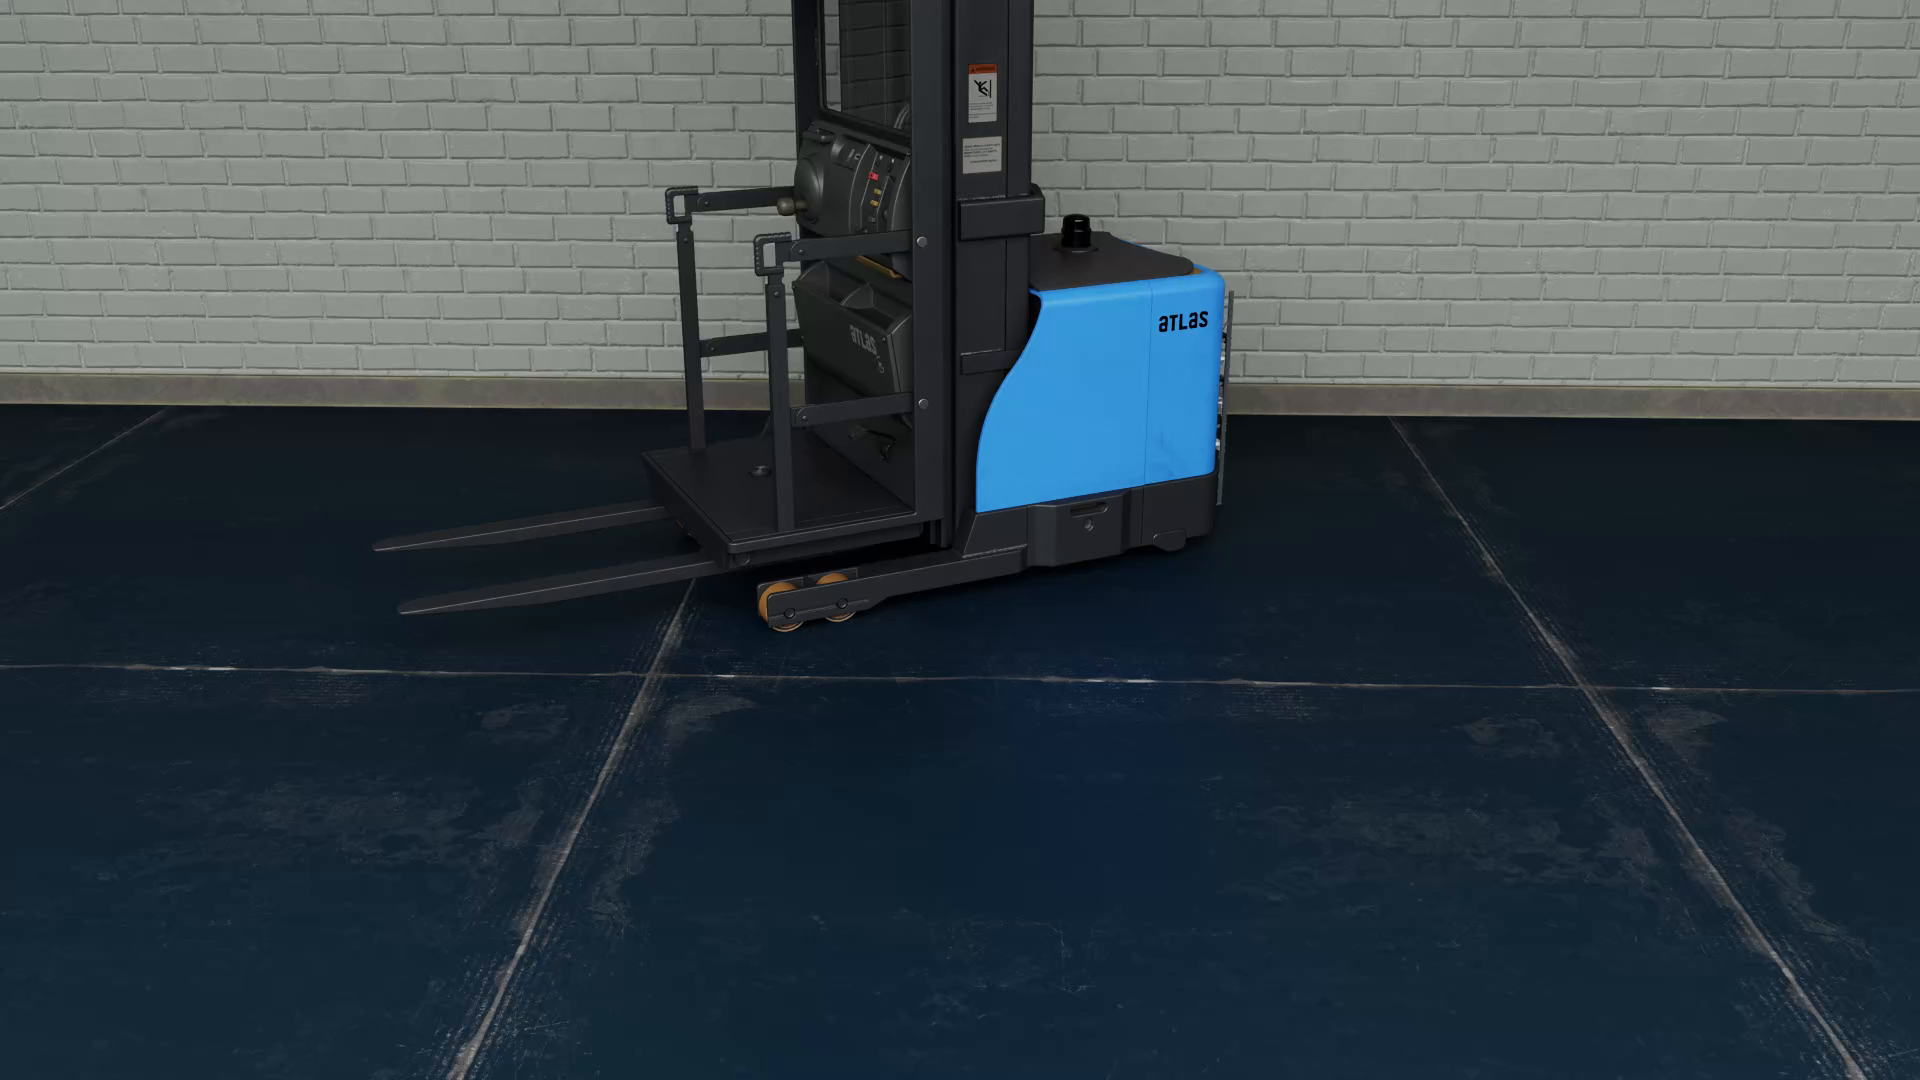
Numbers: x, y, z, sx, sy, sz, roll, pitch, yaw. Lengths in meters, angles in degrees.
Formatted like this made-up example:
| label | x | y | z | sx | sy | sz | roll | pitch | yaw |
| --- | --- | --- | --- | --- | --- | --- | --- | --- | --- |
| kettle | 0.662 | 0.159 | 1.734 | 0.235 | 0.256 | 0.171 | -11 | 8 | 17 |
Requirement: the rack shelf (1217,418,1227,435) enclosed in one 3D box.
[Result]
| label | x | y | z | sx | sy | sz | roll | pitch | yaw |
| --- | --- | --- | --- | --- | --- | --- | --- | --- | --- |
| rack shelf | 0.932 | -0.467 | 6.829 | 0.258 | 0.077 | 0.200 | -10 | 23 | -24 |

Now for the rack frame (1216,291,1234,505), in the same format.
| label | x | y | z | sx | sy | sz | roll | pitch | yaw |
| --- | --- | --- | --- | --- | --- | --- | --- | --- | --- |
| rack frame | 0.976 | -0.549 | 6.699 | 0.240 | 0.900 | 0.006 | -10 | 23 | -24 |

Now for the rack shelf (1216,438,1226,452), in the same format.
| label | x | y | z | sx | sy | sz | roll | pitch | yaw |
| --- | --- | --- | --- | --- | --- | --- | --- | --- | --- |
| rack shelf | 0.932 | -0.383 | 6.862 | 0.258 | 0.077 | 0.200 | -10 | 23 | -24 |

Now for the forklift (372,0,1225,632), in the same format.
| label | x | y | z | sx | sy | sz | roll | pitch | yaw |
| --- | --- | --- | --- | --- | --- | --- | --- | --- | --- |
| forklift | -0.567 | -1.269 | 5.746 | 3.031 | 2.935 | 1.130 | -10 | 23 | -24 |

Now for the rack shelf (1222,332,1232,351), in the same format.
| label | x | y | z | sx | sy | sz | roll | pitch | yaw |
| --- | --- | --- | --- | --- | --- | --- | --- | --- | --- |
| rack shelf | 0.932 | -0.803 | 6.699 | 0.258 | 0.077 | 0.200 | -10 | 23 | -24 |

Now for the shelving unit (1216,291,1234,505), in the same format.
| label | x | y | z | sx | sy | sz | roll | pitch | yaw |
| --- | --- | --- | --- | --- | --- | --- | --- | --- | --- |
| shelving unit | 0.932 | -0.582 | 6.785 | 0.258 | 0.900 | 0.210 | -10 | 23 | -24 |

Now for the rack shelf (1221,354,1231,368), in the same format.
| label | x | y | z | sx | sy | sz | roll | pitch | yaw |
| --- | --- | --- | --- | --- | --- | --- | --- | --- | --- |
| rack shelf | 0.932 | -0.719 | 6.732 | 0.258 | 0.077 | 0.200 | -10 | 23 | -24 |

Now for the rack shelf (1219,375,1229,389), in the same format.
| label | x | y | z | sx | sy | sz | roll | pitch | yaw |
| --- | --- | --- | --- | --- | --- | --- | --- | --- | --- |
| rack shelf | 0.932 | -0.635 | 6.764 | 0.258 | 0.077 | 0.200 | -10 | 23 | -24 |

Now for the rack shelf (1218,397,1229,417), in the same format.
| label | x | y | z | sx | sy | sz | roll | pitch | yaw |
| --- | --- | --- | --- | --- | --- | --- | --- | --- | --- |
| rack shelf | 0.932 | -0.551 | 6.797 | 0.258 | 0.077 | 0.200 | -10 | 23 | -24 |
